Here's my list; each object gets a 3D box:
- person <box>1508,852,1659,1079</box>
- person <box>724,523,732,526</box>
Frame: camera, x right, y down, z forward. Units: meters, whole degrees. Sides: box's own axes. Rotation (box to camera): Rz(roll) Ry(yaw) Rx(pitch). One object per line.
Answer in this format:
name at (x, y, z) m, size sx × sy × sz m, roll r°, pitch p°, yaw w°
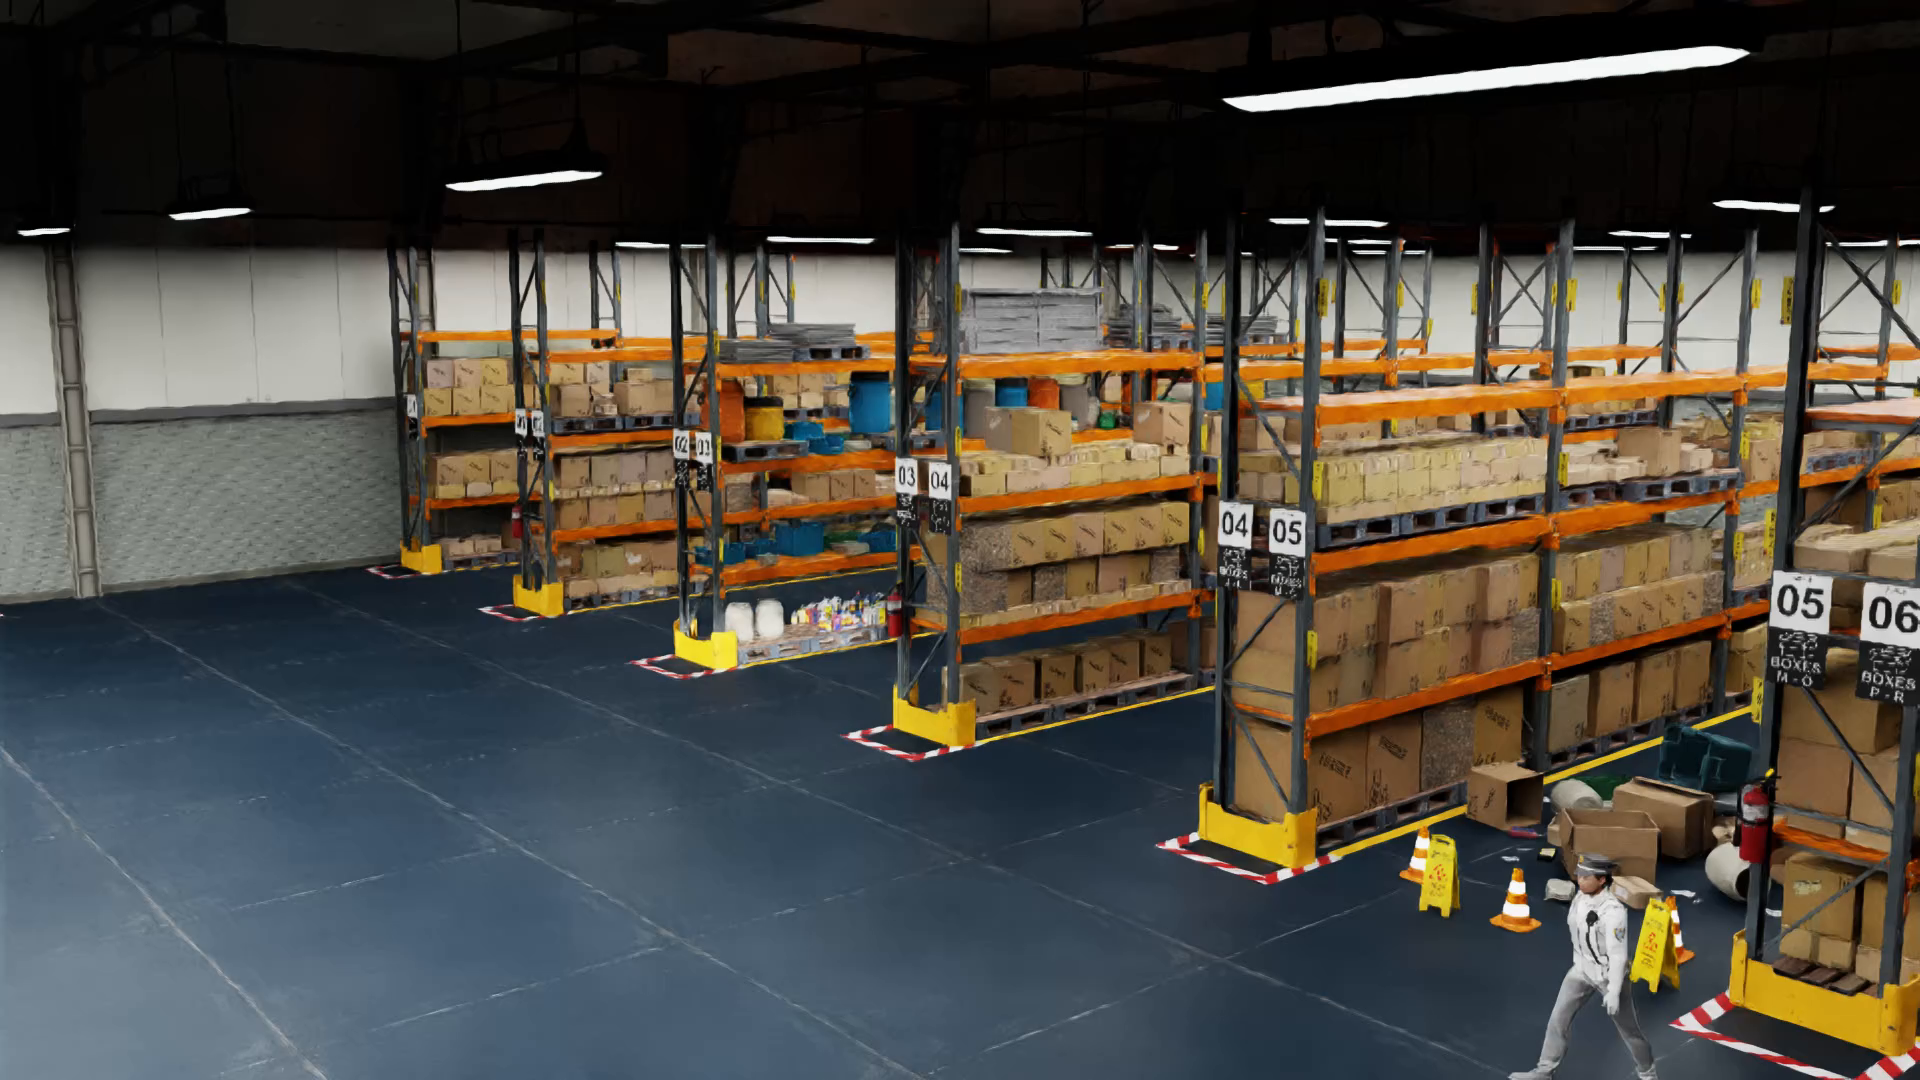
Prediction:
person at (4.043, 2.757, 10.565) m, size 0.931 × 1.622 × 0.525 m, roll -2°, pitch 9°, yaw -16°
person at (-4.285, -0.530, 31.234) m, size 0.442 × 1.792 × 0.606 m, roll 3°, pitch 9°, yaw 20°
